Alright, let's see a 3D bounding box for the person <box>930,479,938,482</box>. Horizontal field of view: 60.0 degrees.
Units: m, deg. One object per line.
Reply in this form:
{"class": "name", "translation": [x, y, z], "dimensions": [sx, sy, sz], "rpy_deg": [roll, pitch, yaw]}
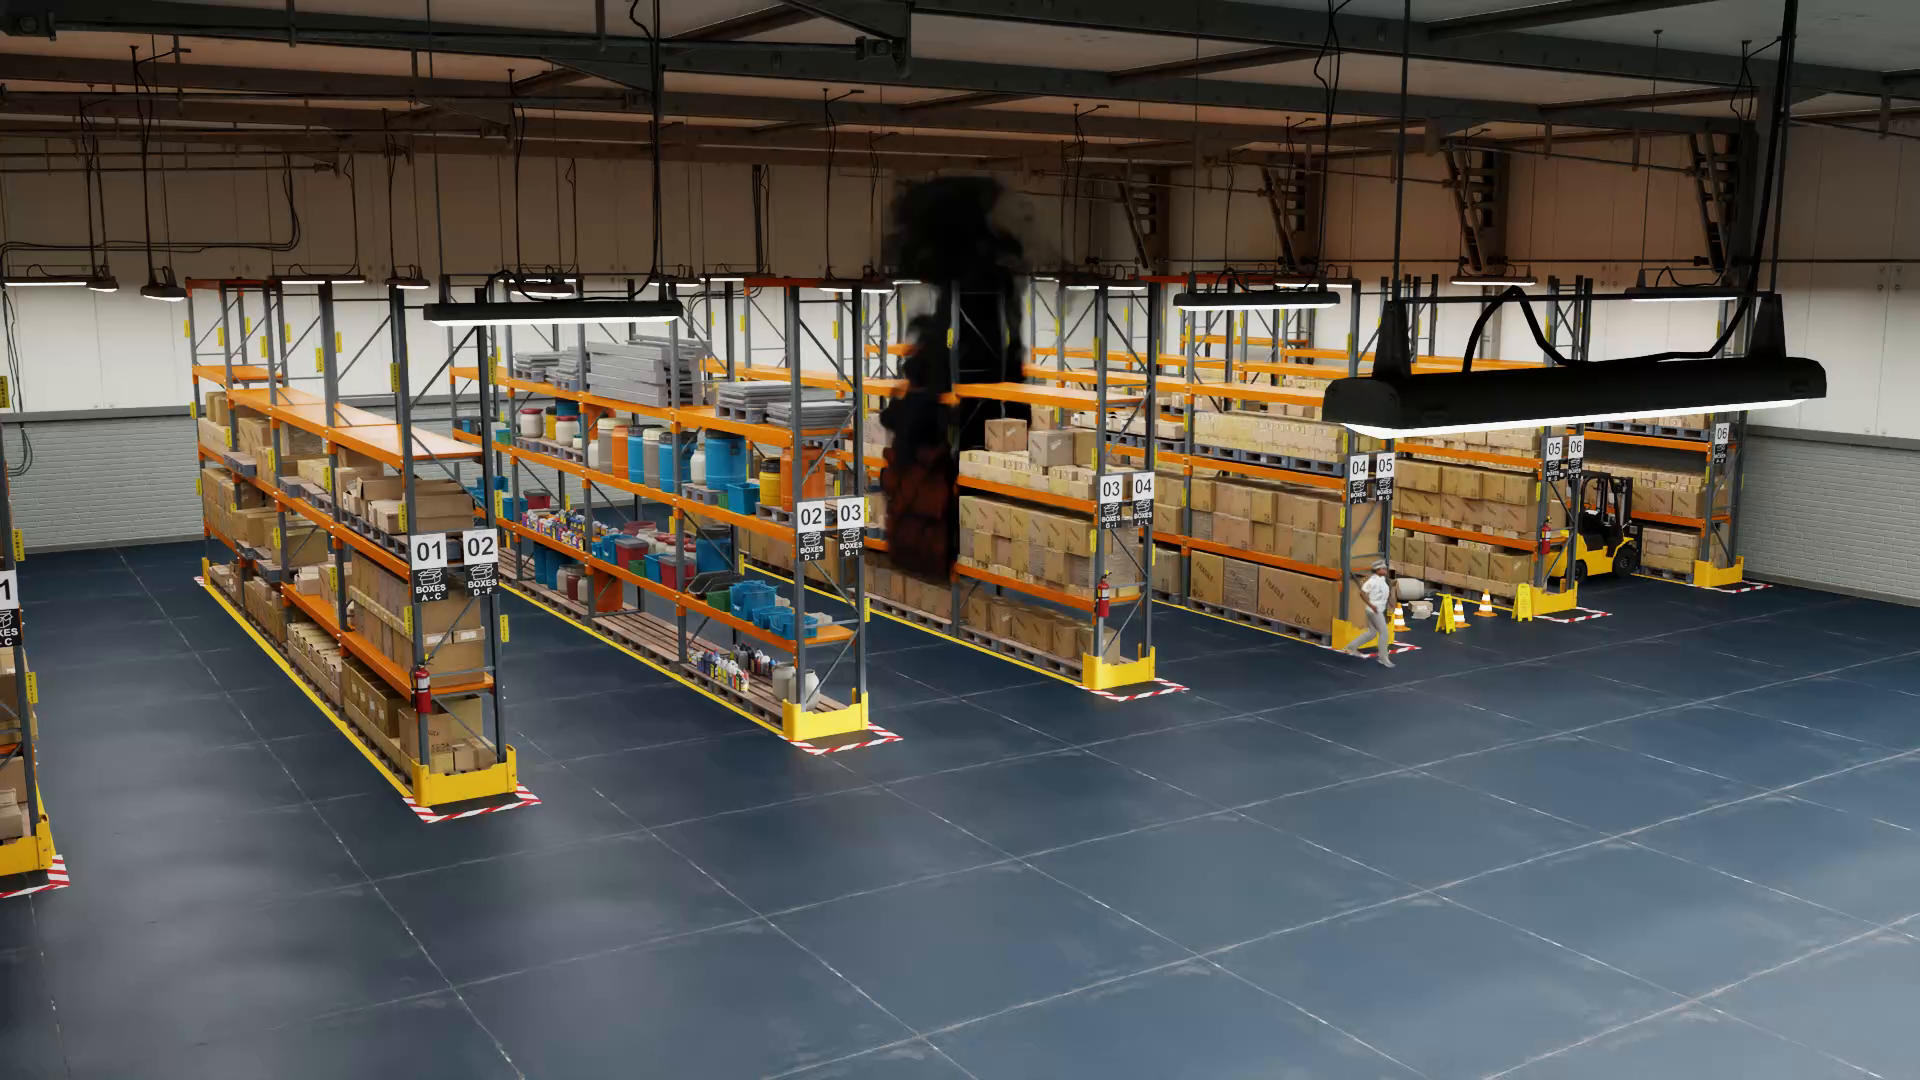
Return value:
{"class": "person", "translation": [-0.492, -0.488, 35.706], "dimensions": [0.719, 1.770, 0.741], "rpy_deg": [-5, 11, -28]}

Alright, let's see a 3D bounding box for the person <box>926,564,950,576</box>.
{"class": "person", "translation": [-0.369, 0.009, 32.777], "dimensions": [0.671, 1.743, 0.610], "rpy_deg": [-7, 12, -38]}

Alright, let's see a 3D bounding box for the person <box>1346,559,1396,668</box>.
{"class": "person", "translation": [6.517, 1.135, 26.238], "dimensions": [0.806, 1.714, 0.595], "rpy_deg": [5, 11, 28]}
